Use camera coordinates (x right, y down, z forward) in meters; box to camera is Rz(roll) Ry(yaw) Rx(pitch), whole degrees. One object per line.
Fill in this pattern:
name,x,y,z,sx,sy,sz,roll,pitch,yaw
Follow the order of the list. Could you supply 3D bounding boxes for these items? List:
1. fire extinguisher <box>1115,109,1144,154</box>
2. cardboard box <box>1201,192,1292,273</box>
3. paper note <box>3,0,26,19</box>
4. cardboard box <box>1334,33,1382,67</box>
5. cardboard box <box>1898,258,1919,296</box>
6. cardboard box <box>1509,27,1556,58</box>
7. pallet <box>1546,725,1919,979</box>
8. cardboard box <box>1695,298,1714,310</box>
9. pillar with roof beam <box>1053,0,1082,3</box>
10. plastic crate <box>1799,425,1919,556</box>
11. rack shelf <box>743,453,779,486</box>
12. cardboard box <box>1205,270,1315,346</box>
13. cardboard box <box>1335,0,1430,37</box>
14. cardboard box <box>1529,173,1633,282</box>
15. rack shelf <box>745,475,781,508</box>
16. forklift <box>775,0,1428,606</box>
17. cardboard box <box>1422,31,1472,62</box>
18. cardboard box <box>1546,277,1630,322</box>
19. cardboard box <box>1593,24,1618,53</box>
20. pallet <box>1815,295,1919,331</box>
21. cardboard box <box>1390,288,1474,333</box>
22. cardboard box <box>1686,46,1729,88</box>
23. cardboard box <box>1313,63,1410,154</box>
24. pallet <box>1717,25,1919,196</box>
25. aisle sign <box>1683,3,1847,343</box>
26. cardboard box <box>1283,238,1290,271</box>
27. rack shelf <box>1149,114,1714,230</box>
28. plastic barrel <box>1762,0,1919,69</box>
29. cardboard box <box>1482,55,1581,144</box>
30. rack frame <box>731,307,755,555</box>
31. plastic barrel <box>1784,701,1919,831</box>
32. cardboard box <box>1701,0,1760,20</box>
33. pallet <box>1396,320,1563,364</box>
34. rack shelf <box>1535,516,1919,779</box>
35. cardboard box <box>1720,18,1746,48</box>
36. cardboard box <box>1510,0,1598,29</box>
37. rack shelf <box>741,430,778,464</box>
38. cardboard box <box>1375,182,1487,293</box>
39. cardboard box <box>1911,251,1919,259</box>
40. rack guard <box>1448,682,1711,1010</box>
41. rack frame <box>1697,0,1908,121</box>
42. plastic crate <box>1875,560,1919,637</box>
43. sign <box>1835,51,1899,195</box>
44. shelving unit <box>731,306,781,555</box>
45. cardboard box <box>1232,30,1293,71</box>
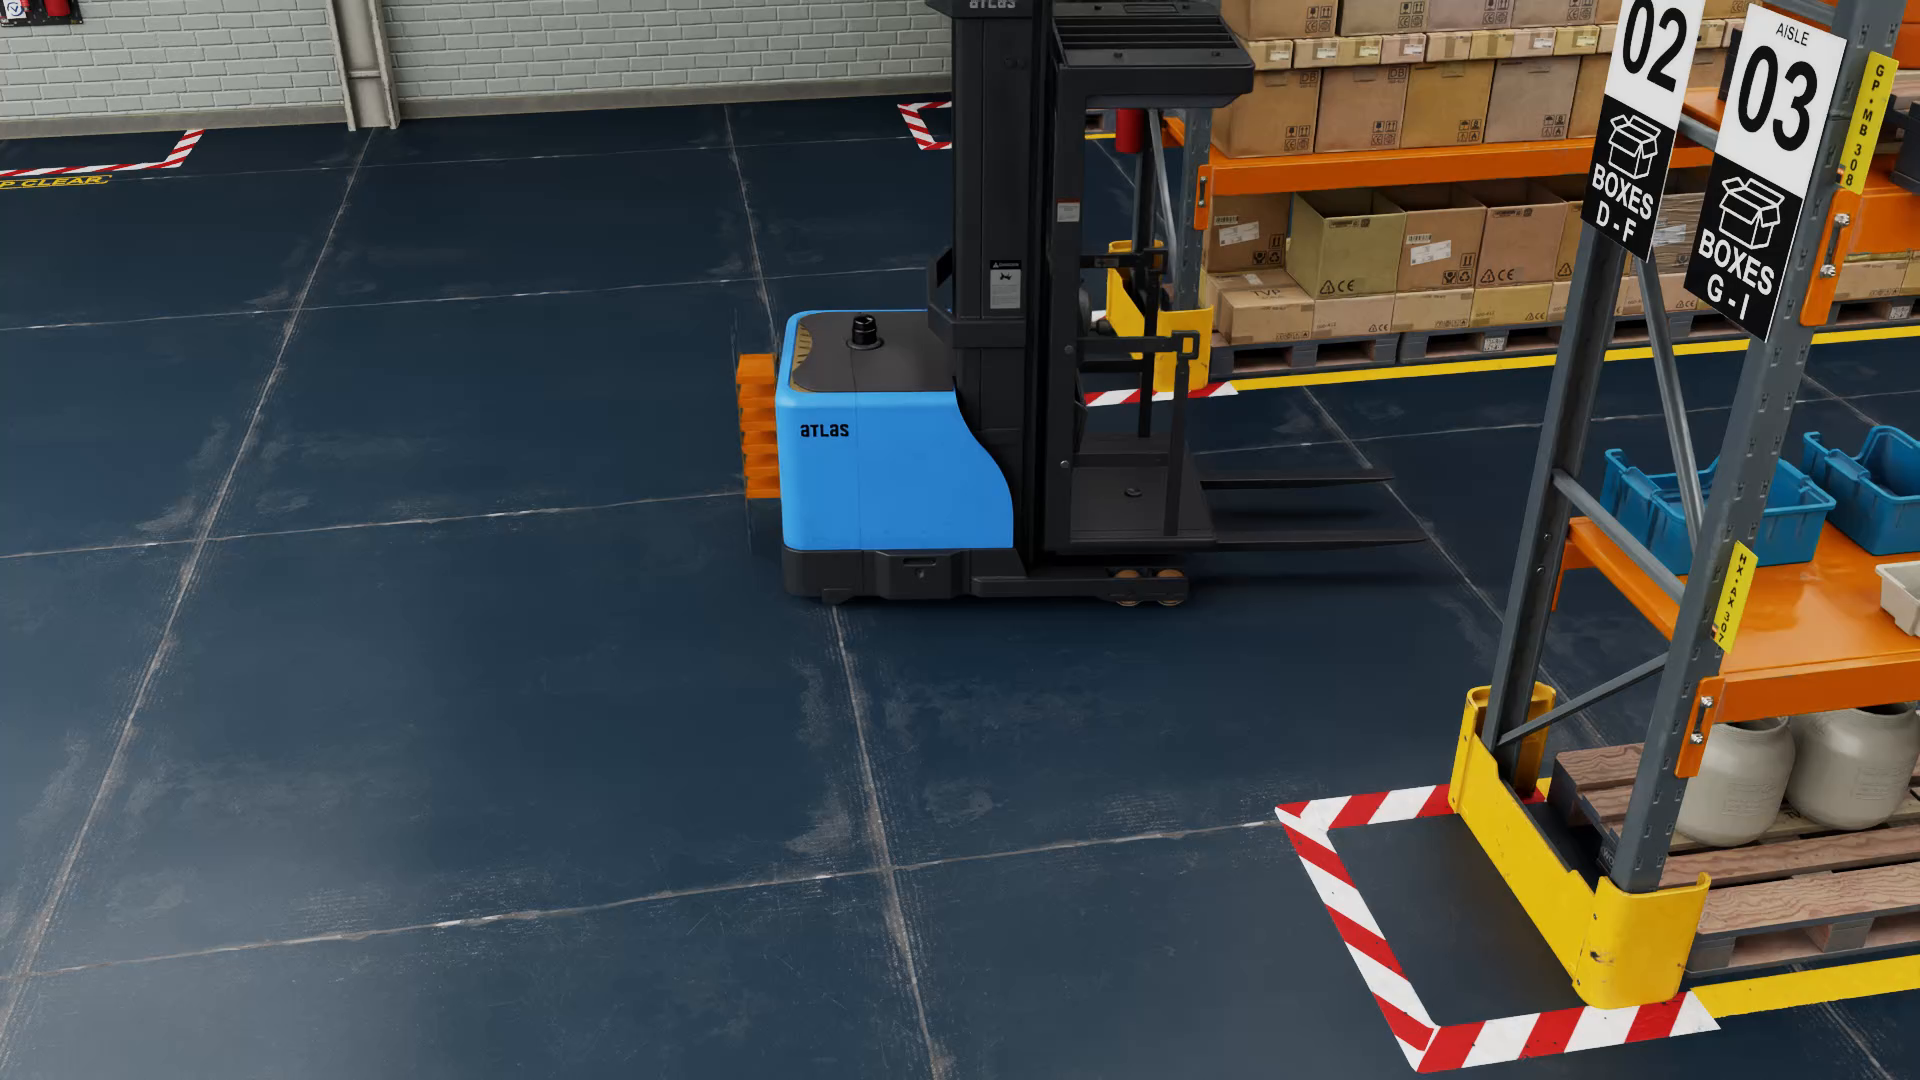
fire extinguisher,1.020,-2.648,9.870,0.183,0.674,0.296,-5,31,-9
cardboard box,1.694,-1.977,10.211,0.500,0.500,0.500,-5,31,-9
paper note,-7.669,-4.309,13.488,0.142,0.148,0.016,-5,31,-9
cardboard box,2.150,-2.759,9.244,0.250,0.149,0.380,-5,31,-9
cardboard box,6.099,-1.780,10.617,0.500,0.250,0.500,-5,31,-8
cardboard box,3.157,-2.851,9.401,0.250,0.149,0.380,-5,31,-8
pallet,2.975,1.110,6.154,1.213,0.211,1.003,-5,31,-9
cardboard box,4.738,-1.670,10.429,0.500,0.250,0.500,-5,31,-9
pillar with roof beam,1.632,-5.865,9.346,0.400,9.000,9.100,-5,31,-9
plastic crate,3.187,-0.177,5.739,0.408,0.251,0.499,-5,31,-9
rack shelf,-0.941,-0.366,8.011,0.180,0.103,0.258,-2,30,-2
cardboard box,1.787,-1.394,9.960,0.500,0.250,0.500,-5,31,-9
cardboard box,2.250,-3.154,9.277,0.500,0.500,0.700,-6,31,-10
cardboard box,3.753,-1.906,10.090,0.500,0.500,0.500,-5,31,-9
rack shelf,-0.940,-0.262,8.071,0.180,0.103,0.258,-2,30,-2
forklift,0.681,-1.225,7.441,3.031,2.935,1.130,-1,30,-1
cardboard box,2.660,-2.806,9.325,0.250,0.149,0.380,-6,31,-11
cardboard box,3.755,-1.576,10.270,0.500,0.250,0.500,-5,31,-9
cardboard box,3.676,-2.901,9.486,0.250,0.149,0.380,-4,31,-7
pallet,5.872,-1.710,10.950,1.213,0.211,1.003,-5,31,-9
cardboard box,2.771,-1.487,10.118,0.500,0.250,0.500,-5,31,-9
cardboard box,4.202,-2.773,9.909,0.500,0.500,0.700,-6,31,-9
cardboard box,2.197,-2.590,9.597,0.500,0.500,0.700,-5,31,-8
pallet,2.940,-1.229,4.607,1.213,0.211,1.003,-5,31,-9
aisle sign,2.090,-0.958,4.356,0.004,0.787,0.394,-5,31,-9
cardboard box,2.184,-1.704,10.487,0.500,0.250,0.500,-5,31,-9
rack shelf,3.187,-2.333,9.968,4.000,0.370,1.077,-5,31,-9
plastic barrel,2.564,-1.757,4.482,0.708,0.830,0.600,-5,31,-9
cardboard box,3.204,-2.682,9.754,0.500,0.500,0.700,-4,31,-7
rack frame,-1.034,-0.505,7.925,0.006,1.200,0.240,-2,30,-2
plastic barrel,3.235,0.757,6.043,0.421,0.512,0.421,0,30,0
cardboard box,4.222,-3.337,9.588,0.500,0.500,0.700,-5,31,-9
pallet,3.162,-1.459,10.522,1.213,0.211,1.003,-5,31,-9
rack shelf,4.076,0.137,5.767,4.000,0.370,1.077,-5,31,-9
cardboard box,4.425,-2.970,9.603,0.250,0.149,0.380,-6,31,-10
cardboard box,3.238,-3.247,9.434,0.500,0.500,0.700,-5,31,-9
rack shelf,-0.942,-0.469,7.950,0.180,0.103,0.258,-2,30,-2
cardboard box,2.768,-1.816,9.938,0.500,0.500,0.500,-5,31,-9
cardboard box,6.099,-2.020,10.470,0.500,0.311,0.500,-6,31,-10
rack guard,2.175,1.057,5.959,0.348,0.500,1.175,-5,31,-9
rack frame,2.108,-2.576,3.753,0.127,3.000,1.000,-5,31,-9
plastic crate,3.047,0.202,5.207,0.250,0.136,0.298,-5,31,-9
sign,2.203,-1.012,4.044,0.005,0.325,0.100,-5,31,-9
shelving unit,-0.942,-0.507,7.927,0.189,1.200,0.258,-2,30,-2
cardboard box,1.645,-2.711,9.163,0.250,0.149,0.380,-6,31,-9
